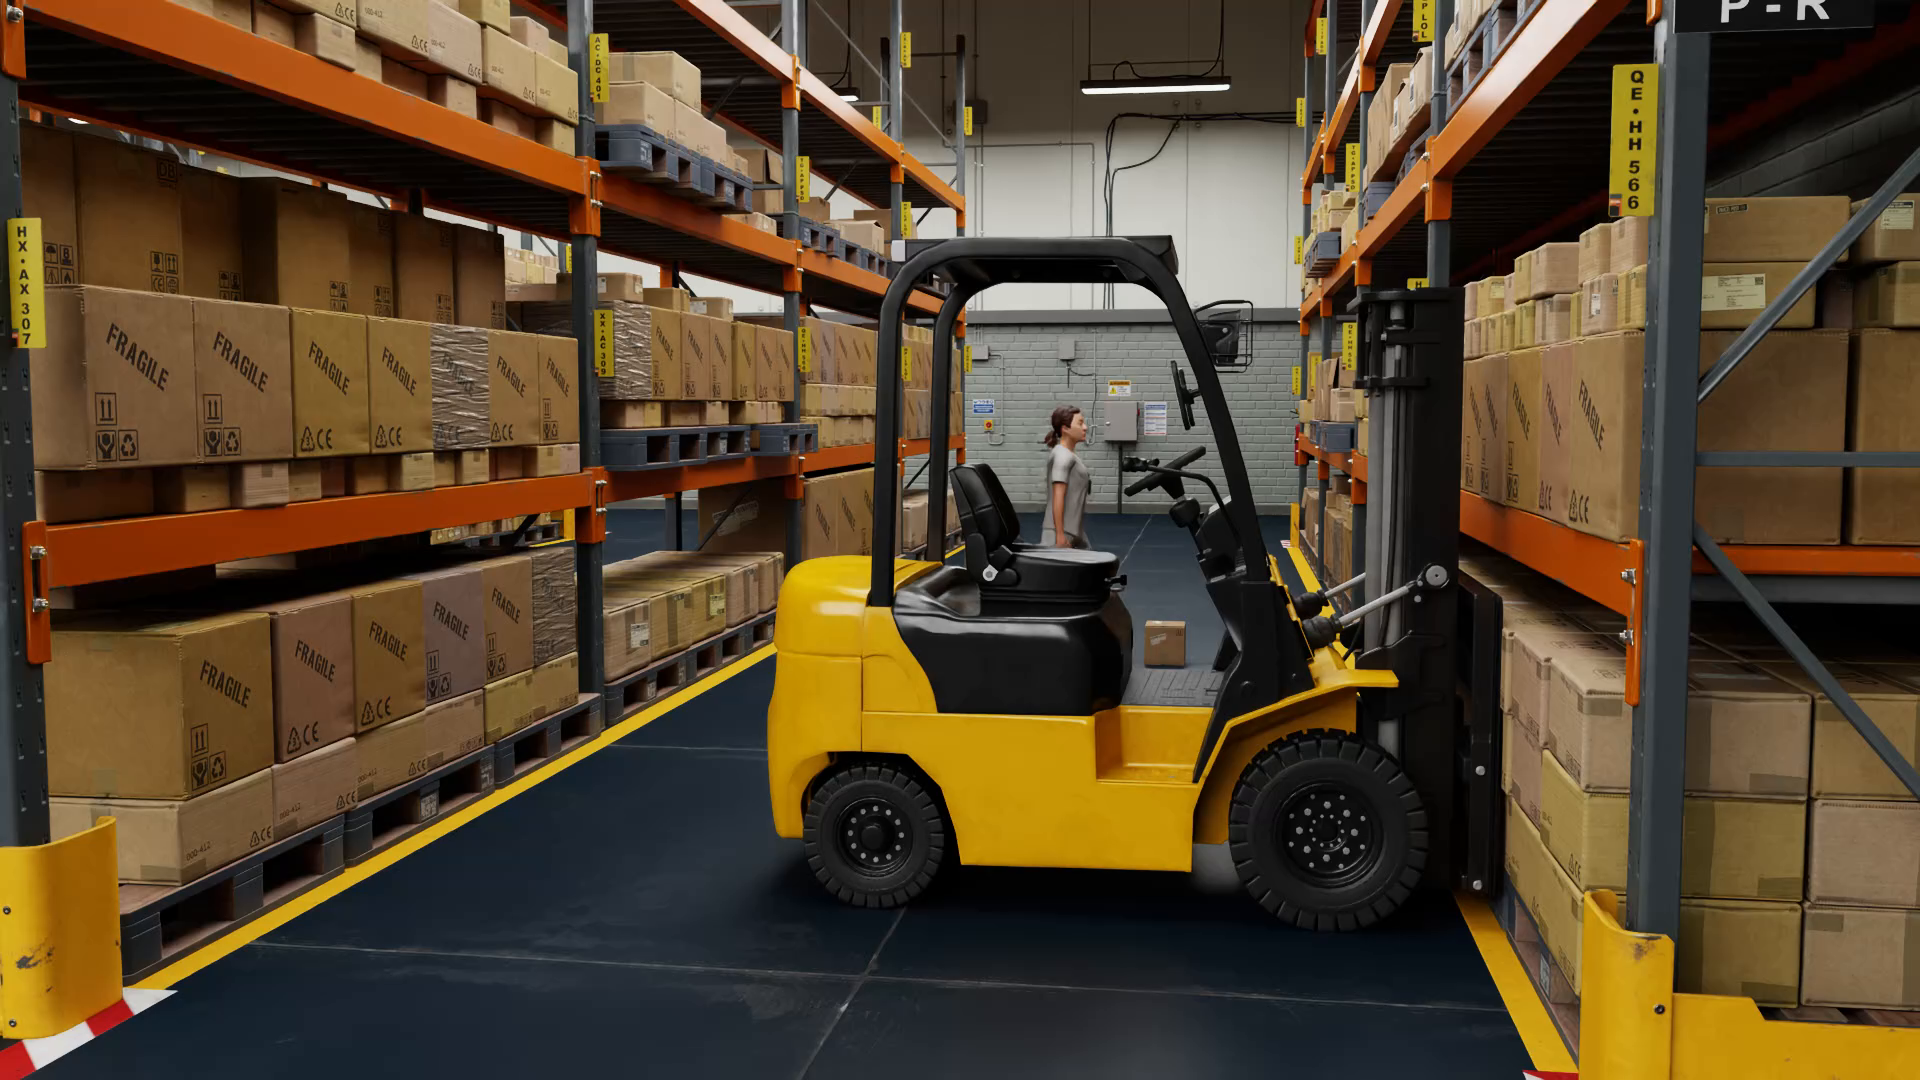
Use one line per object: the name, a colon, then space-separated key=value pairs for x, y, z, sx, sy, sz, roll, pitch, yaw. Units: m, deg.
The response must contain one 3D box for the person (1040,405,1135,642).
person: x=0.663 y=-0.041 z=10.562 sx=0.873 sy=1.625 sz=0.834 roll=1 pitch=5 yaw=8
